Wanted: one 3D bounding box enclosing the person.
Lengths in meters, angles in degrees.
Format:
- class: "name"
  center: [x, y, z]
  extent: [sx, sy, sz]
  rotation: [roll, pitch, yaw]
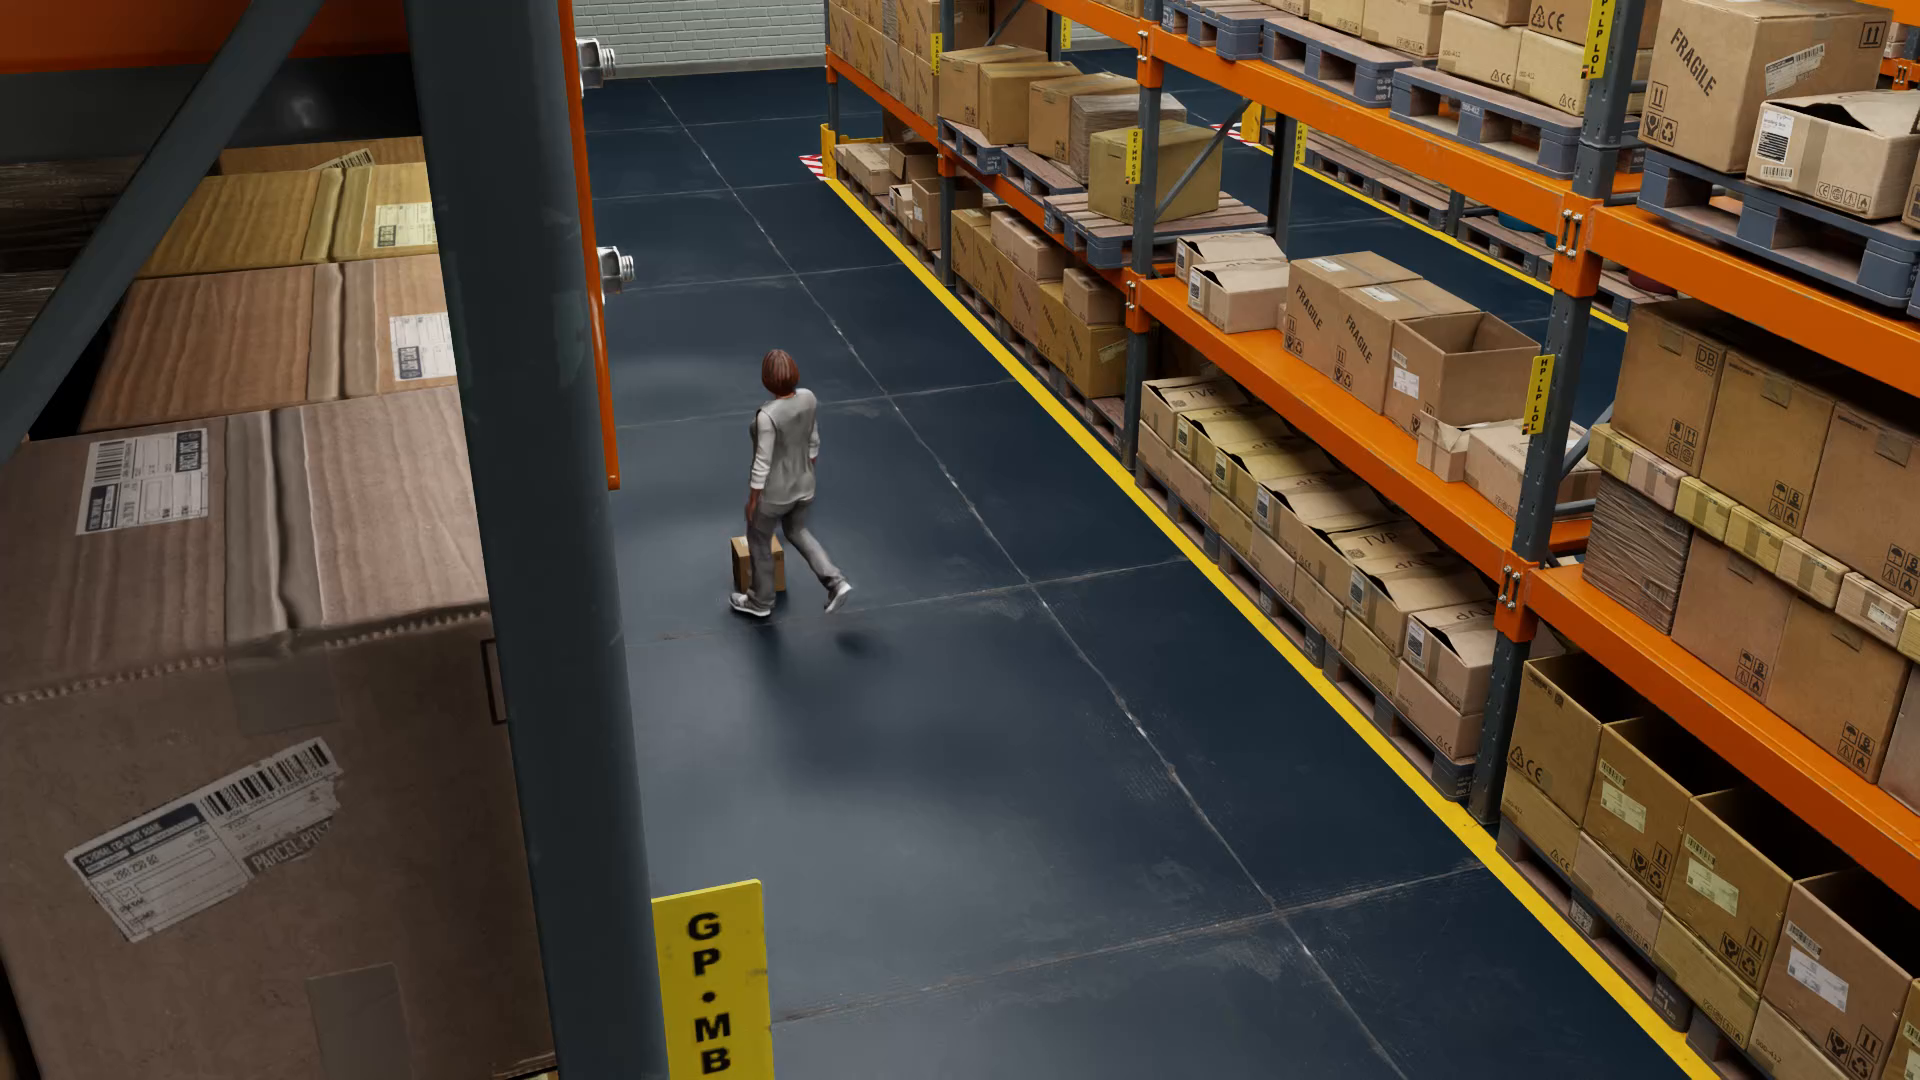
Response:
- class: "person"
  center: [-0.938, -0.270, 8.670]
  extent: [0.736, 1.565, 0.440]
  rotation: [22, 34, 36]
